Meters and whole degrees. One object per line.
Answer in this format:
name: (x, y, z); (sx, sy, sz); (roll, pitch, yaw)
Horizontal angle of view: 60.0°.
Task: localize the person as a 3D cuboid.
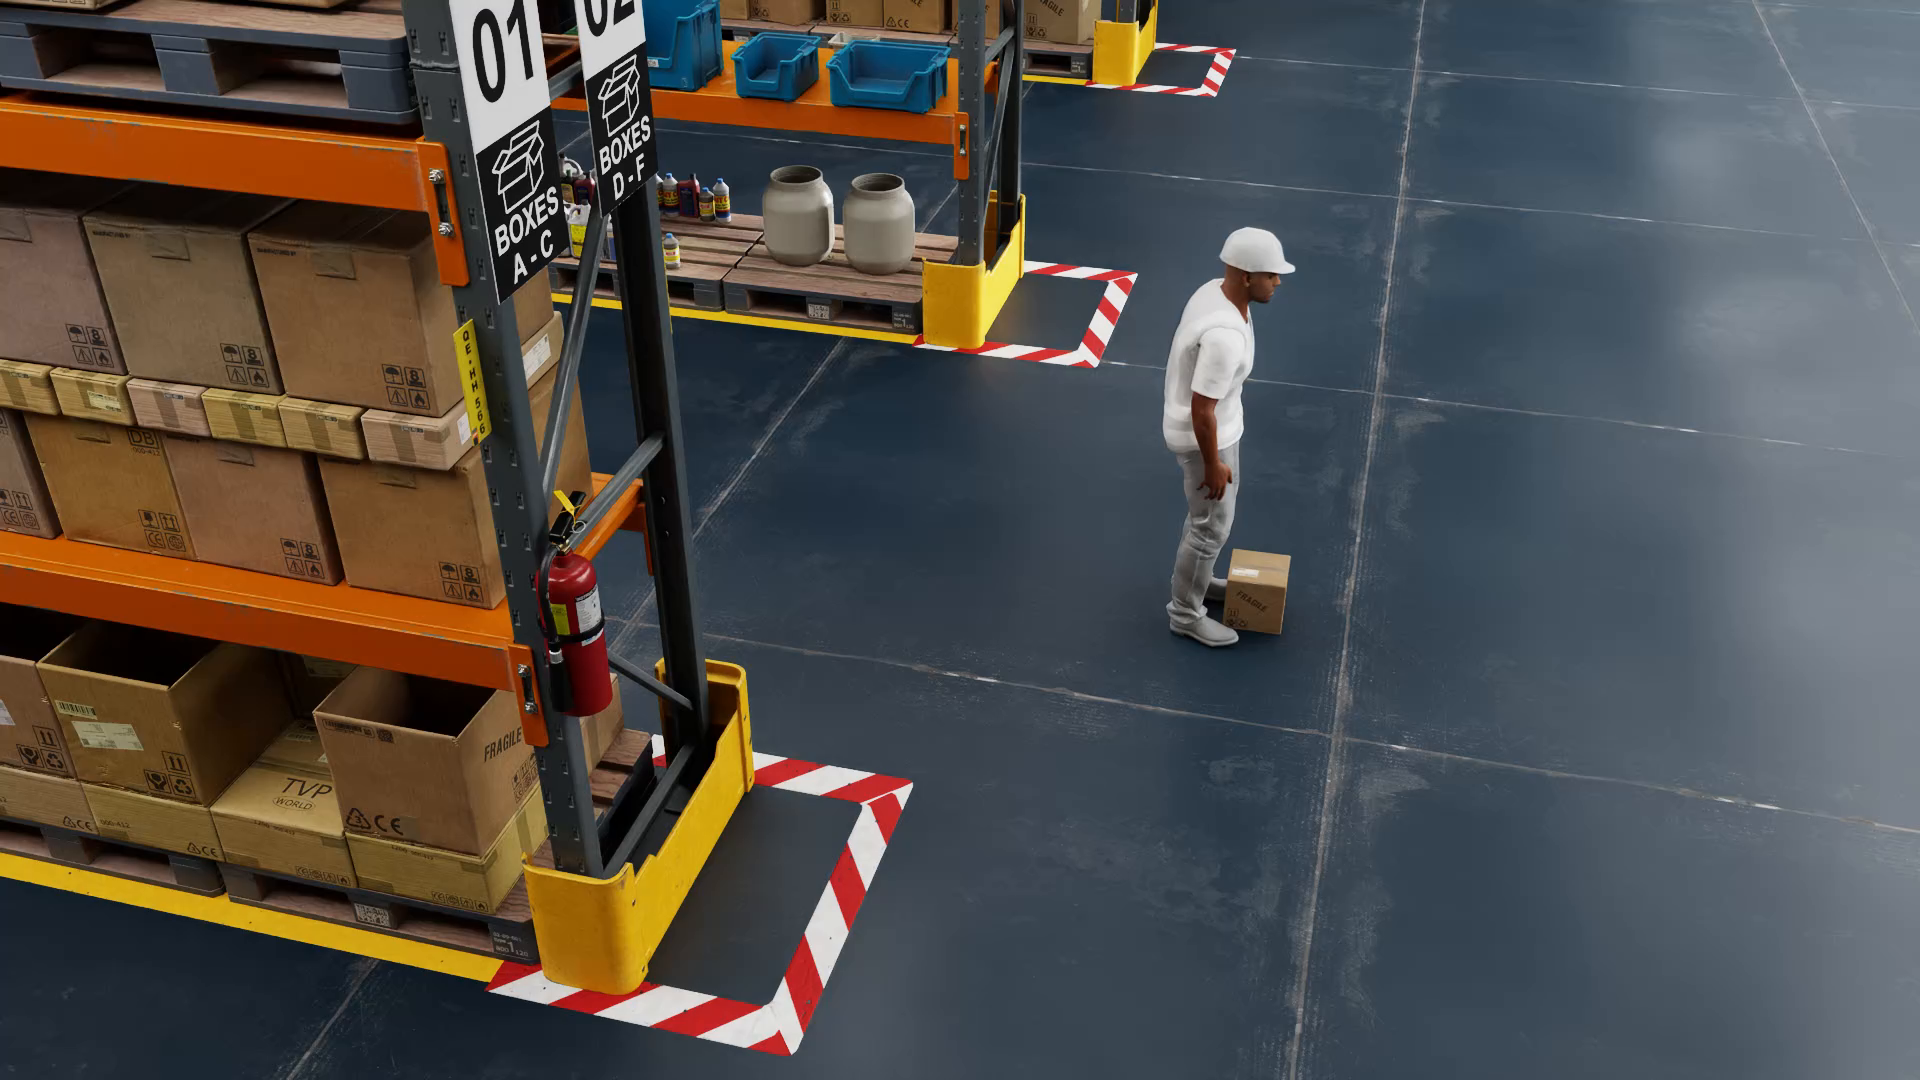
person: (1.057, -0.439, 6.808); (0.463, 1.759, 0.626); (7, 33, 10)
